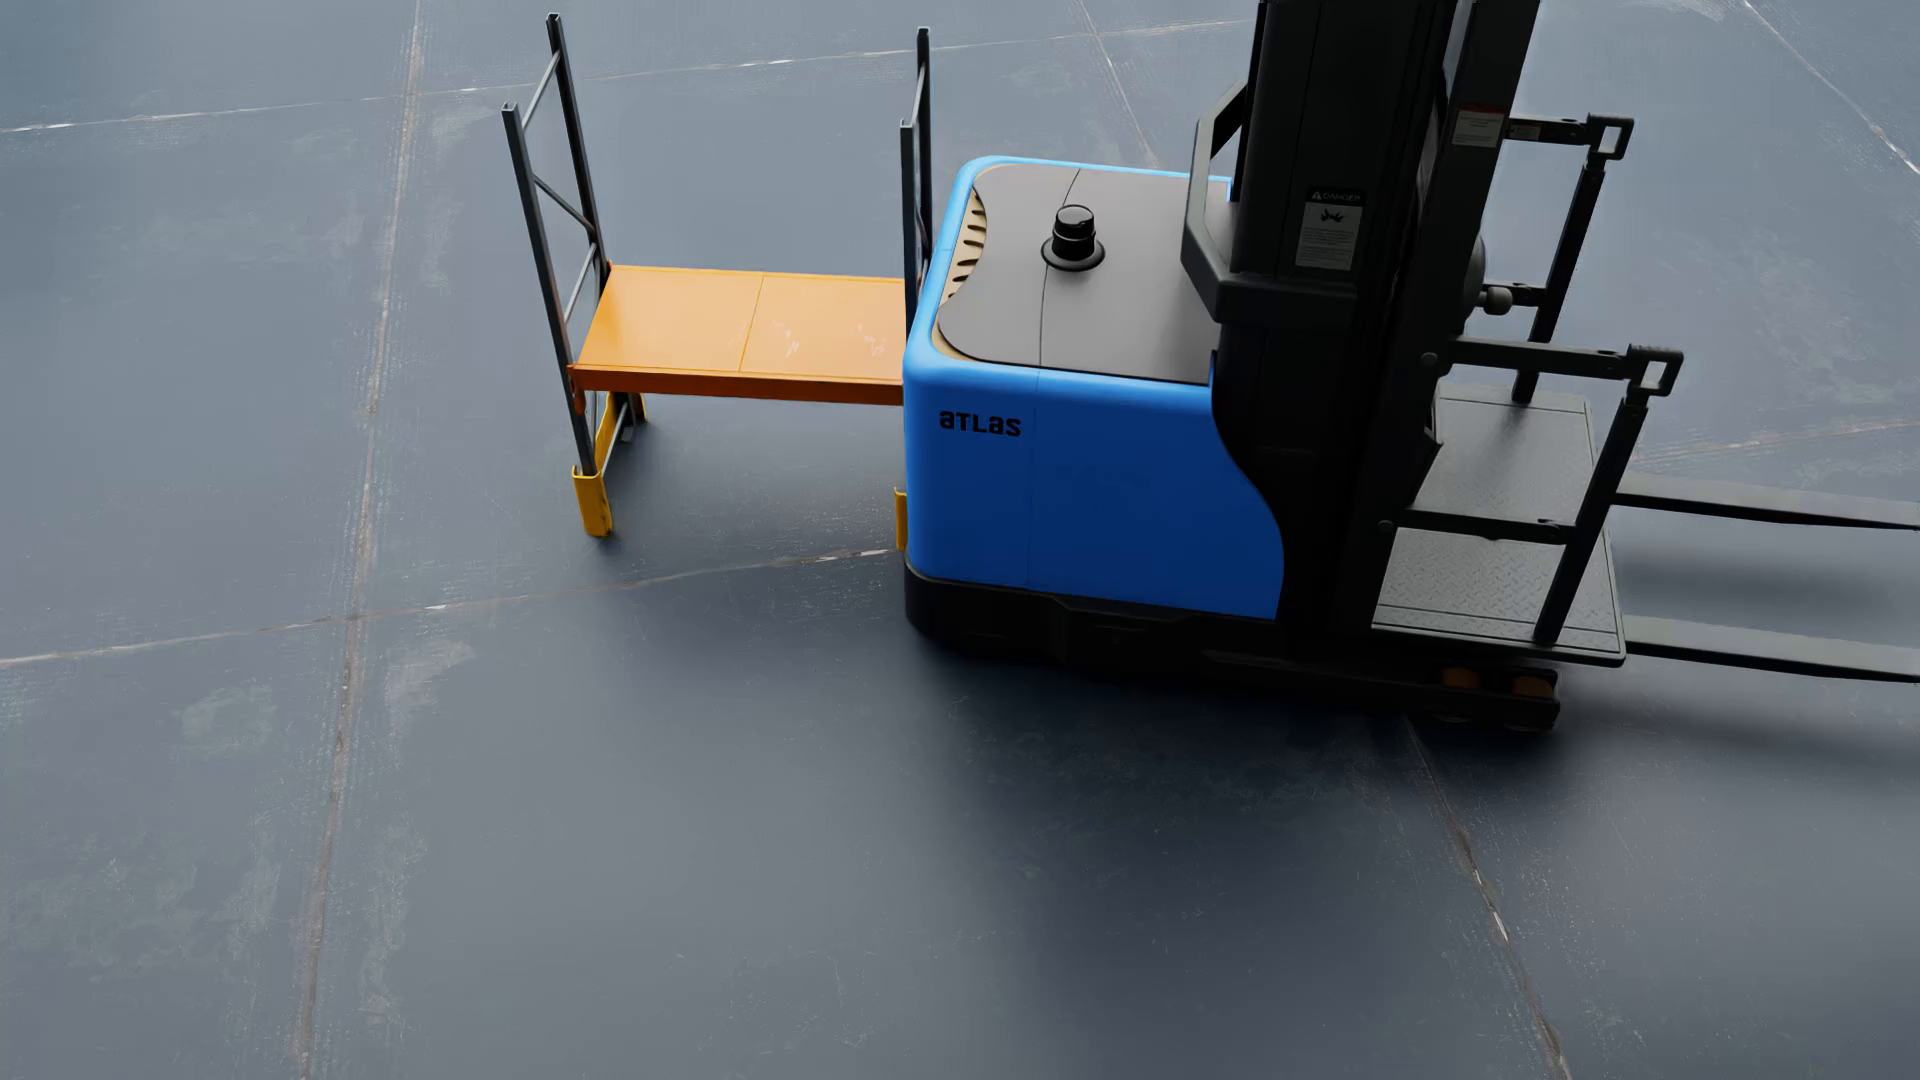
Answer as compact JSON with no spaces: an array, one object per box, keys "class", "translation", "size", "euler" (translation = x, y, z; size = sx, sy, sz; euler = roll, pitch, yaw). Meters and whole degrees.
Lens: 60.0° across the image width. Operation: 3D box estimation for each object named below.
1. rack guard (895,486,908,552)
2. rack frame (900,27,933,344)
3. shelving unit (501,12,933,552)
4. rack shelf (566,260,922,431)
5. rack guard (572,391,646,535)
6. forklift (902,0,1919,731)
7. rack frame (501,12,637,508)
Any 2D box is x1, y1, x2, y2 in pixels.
[{"class":"rack guard","translation":[-0.136,-0.259,5.326],"size":[0.087,0.250,0.587],"euler":[3,46,3]},{"class":"rack frame","translation":[-0.116,-0.692,4.875],"size":[0.032,1.500,0.500],"euler":[3,46,3]},{"class":"shelving unit","translation":[-0.632,-0.720,4.902],"size":[1.083,1.500,0.587],"euler":[3,46,3]},{"class":"rack shelf","translation":[-0.623,-0.595,5.031],"size":[1.000,0.185,0.538],"euler":[3,46,3]},{"class":"rack guard","translation":[-1.129,-0.314,5.379],"size":[0.087,0.250,0.587],"euler":[3,46,3]},{"class":"forklift","translation":[1.403,-0.889,4.071],"size":[3.031,2.935,1.130],"euler":[7,46,7]},{"class":"rack frame","translation":[-1.130,-0.747,4.929],"size":[0.032,1.500,0.500],"euler":[3,46,3]}]
